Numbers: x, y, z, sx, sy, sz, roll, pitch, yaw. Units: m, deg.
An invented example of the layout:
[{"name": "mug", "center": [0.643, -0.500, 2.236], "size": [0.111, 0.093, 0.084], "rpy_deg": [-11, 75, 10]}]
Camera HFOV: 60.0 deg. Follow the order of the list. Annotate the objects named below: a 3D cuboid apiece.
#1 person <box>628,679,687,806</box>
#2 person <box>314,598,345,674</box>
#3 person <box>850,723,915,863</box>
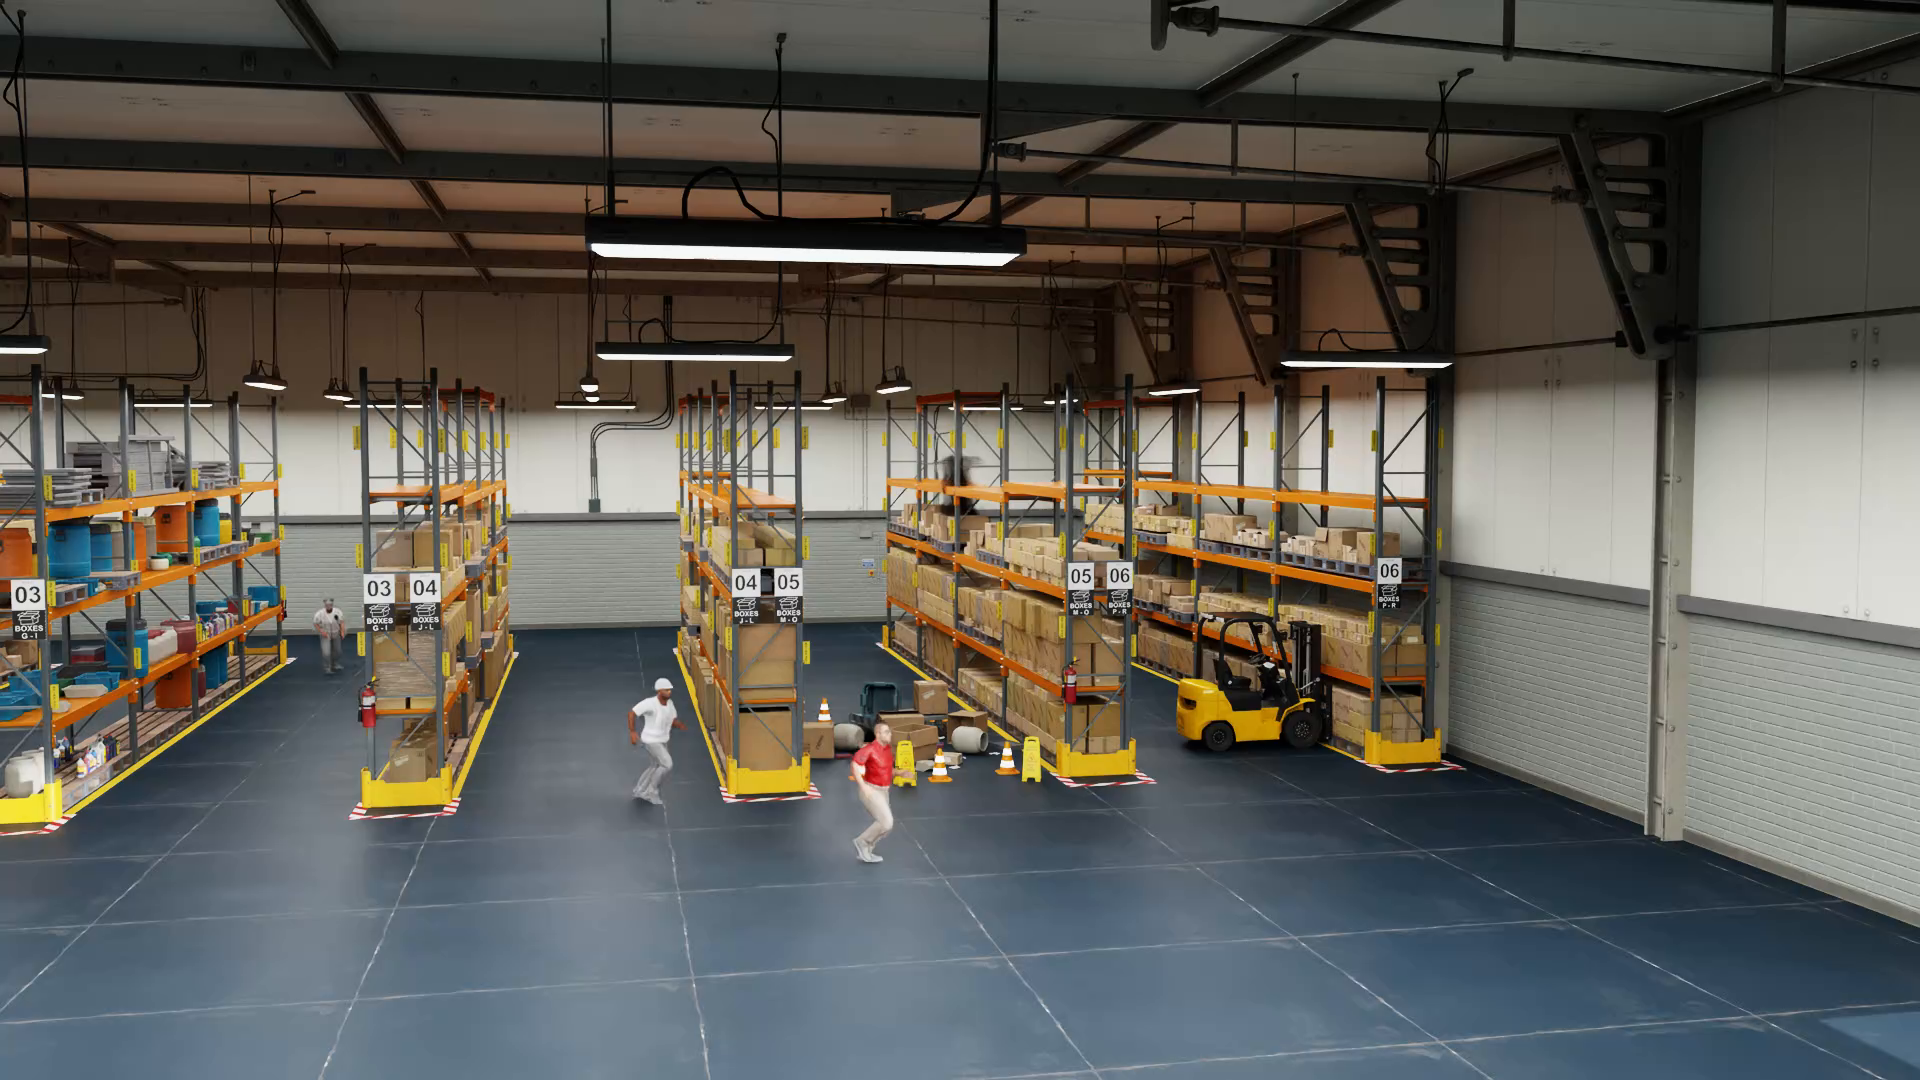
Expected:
[{"name": "person", "center": [-4.153, 2.790, 22.863], "size": [0.844, 1.771, 0.679], "rpy_deg": [2, 4, 24]}, {"name": "person", "center": [-13.584, 2.048, 35.788], "size": [0.640, 1.662, 0.806], "rpy_deg": [-2, 4, -32]}, {"name": "person", "center": [-0.926, 2.994, 19.619], "size": [0.685, 1.676, 0.663], "rpy_deg": [2, 4, 24]}]
